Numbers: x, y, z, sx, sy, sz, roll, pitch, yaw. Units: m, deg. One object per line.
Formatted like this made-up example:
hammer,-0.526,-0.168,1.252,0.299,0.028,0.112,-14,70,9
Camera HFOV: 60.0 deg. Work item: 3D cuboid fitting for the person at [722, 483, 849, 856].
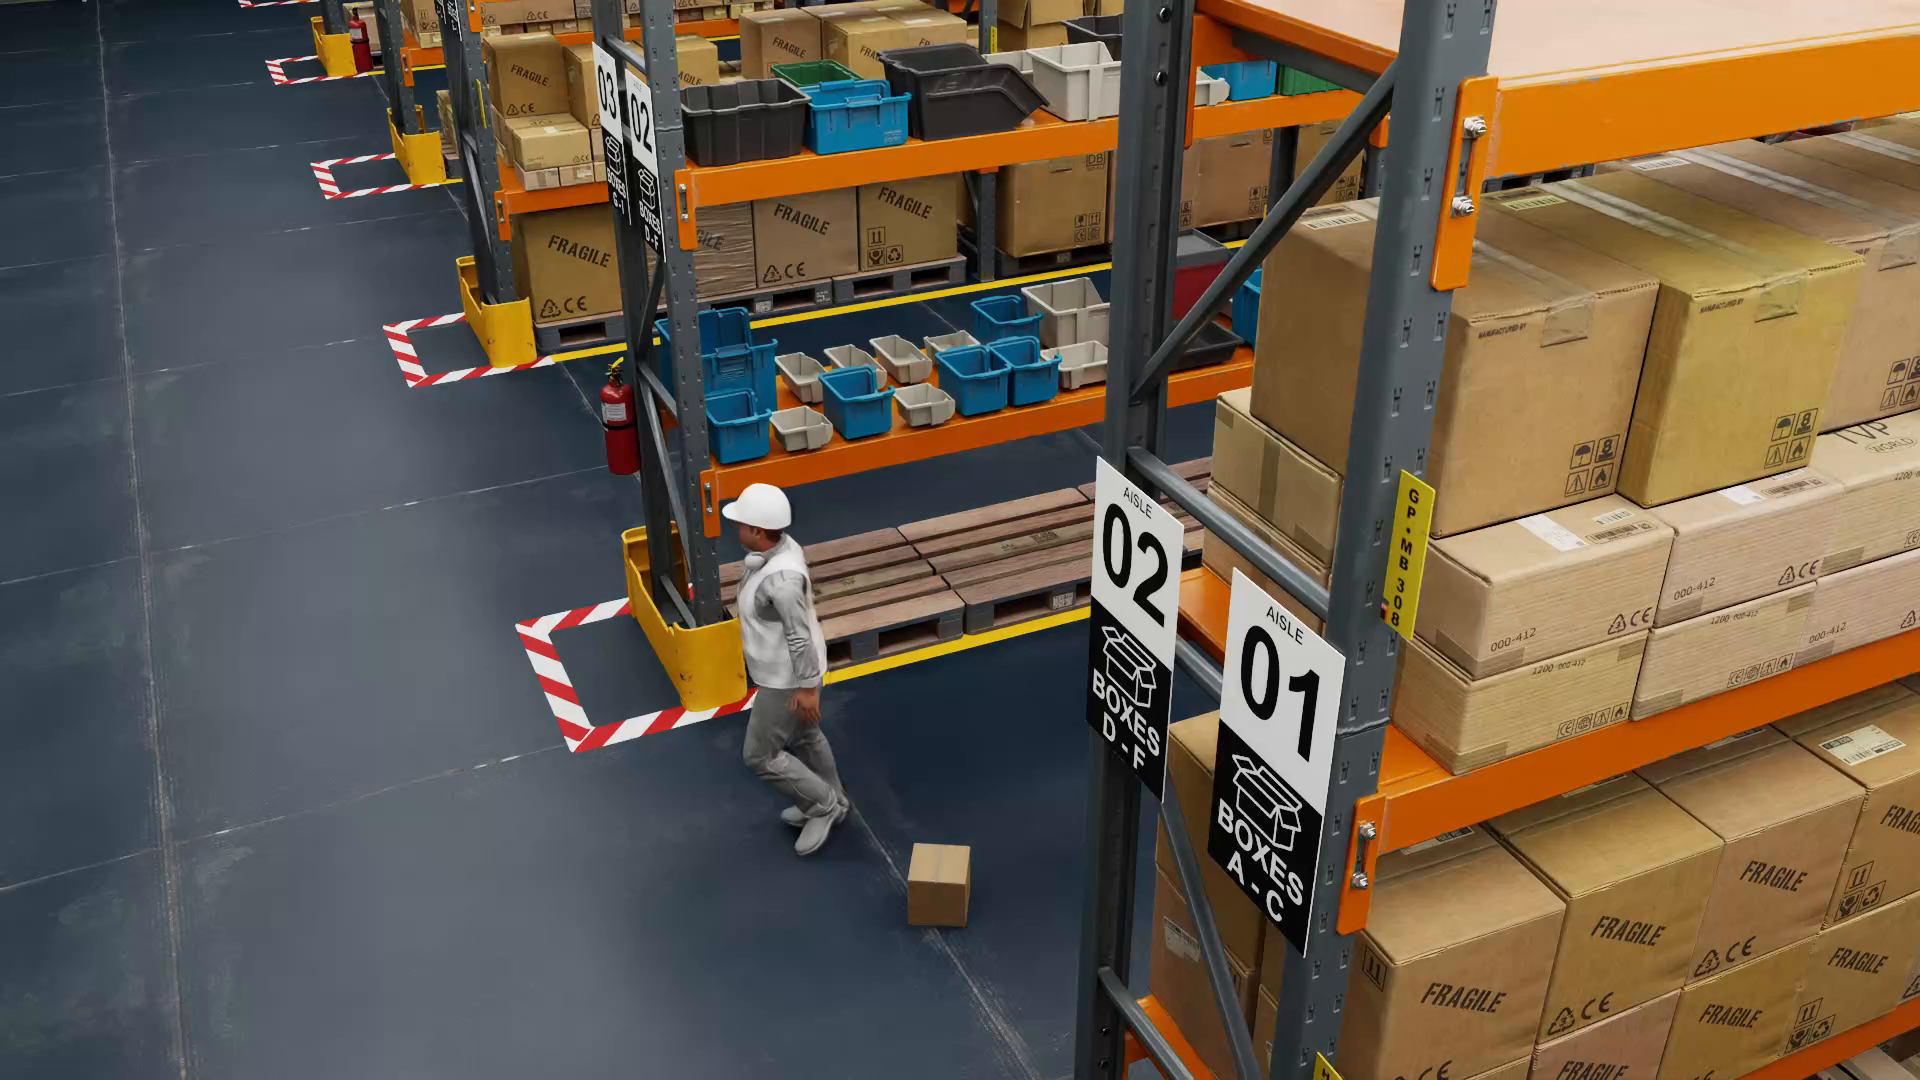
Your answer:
person,-0.762,0.558,7.406,0.486,1.760,0.591,-3,29,-5
